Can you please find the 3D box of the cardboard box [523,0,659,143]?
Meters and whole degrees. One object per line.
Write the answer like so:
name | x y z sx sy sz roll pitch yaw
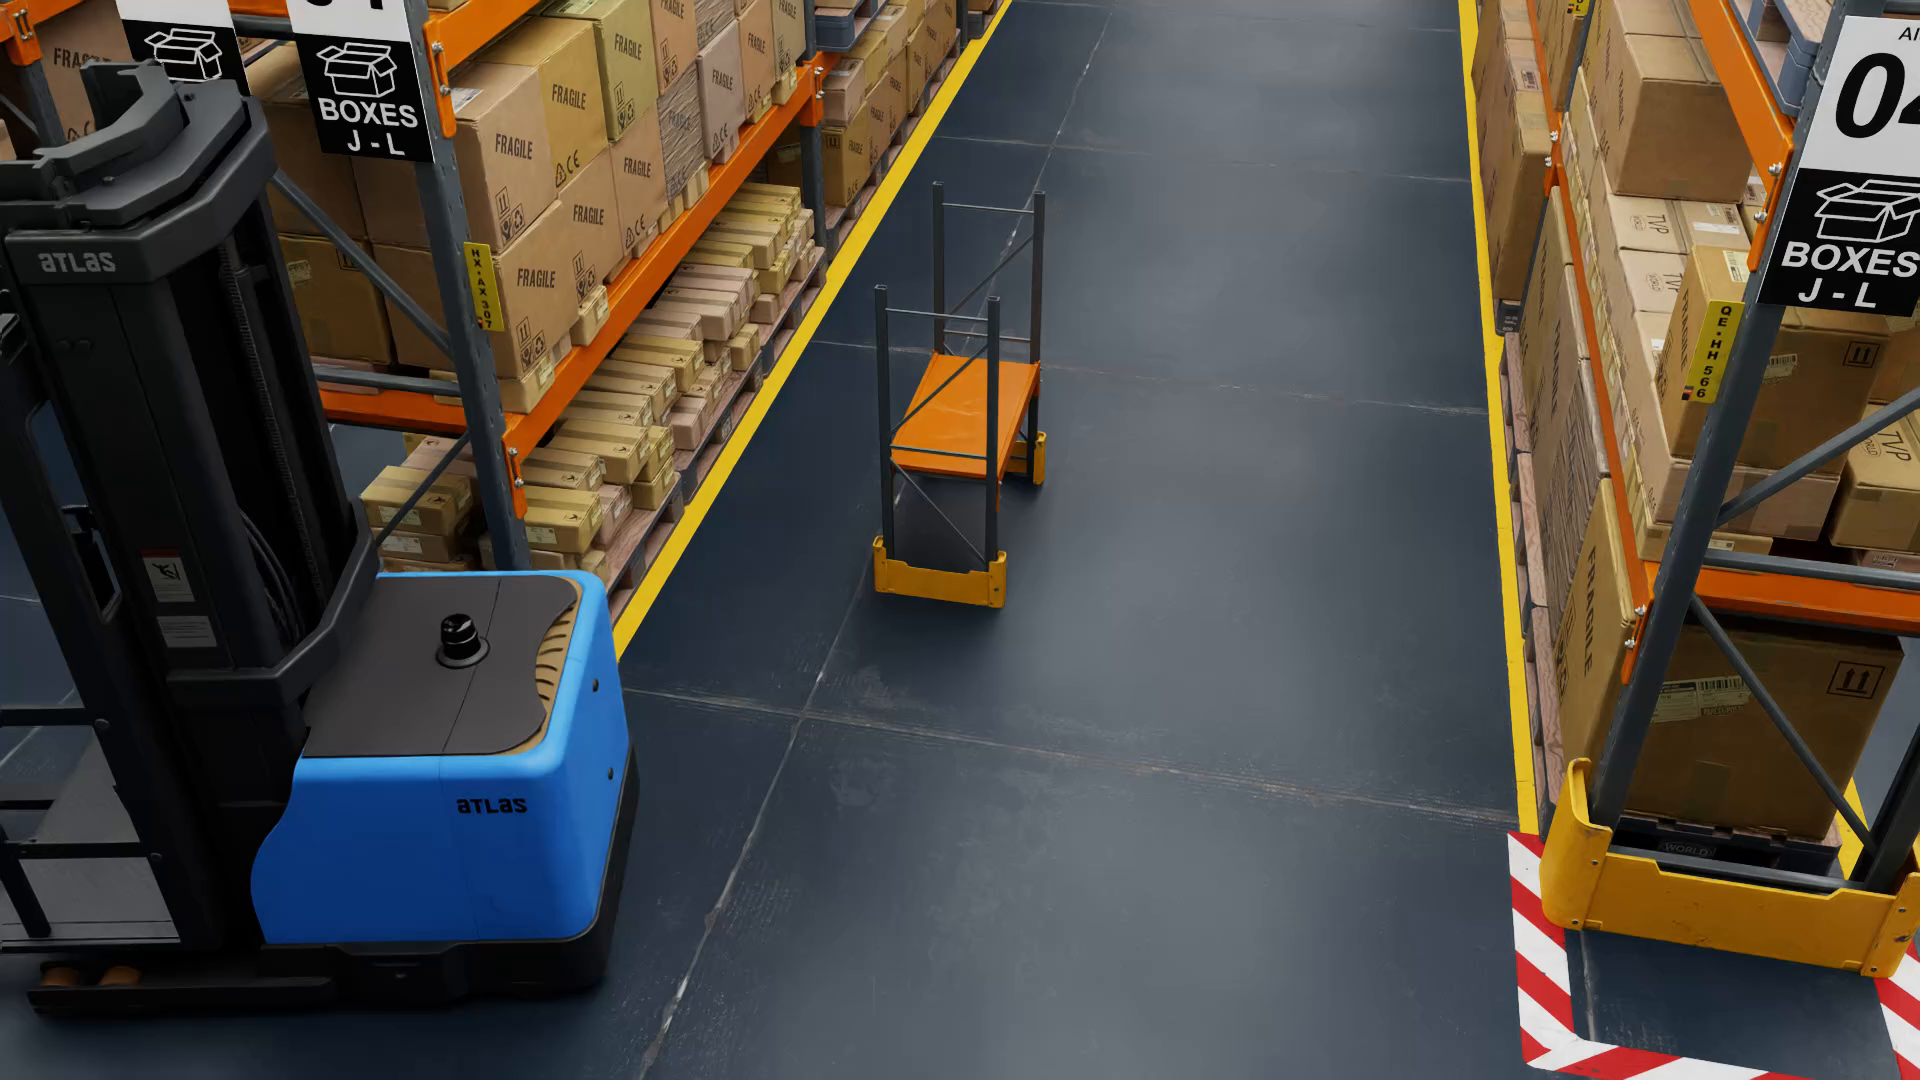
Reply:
cardboard box | -1.558 -1.949 6.692 0.500 0.500 0.500 7 36 9

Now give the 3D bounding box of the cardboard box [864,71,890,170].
cardboard box | -0.765 -2.718 10.717 0.500 0.500 0.500 9 37 12

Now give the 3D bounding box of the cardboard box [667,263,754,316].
cardboard box | -1.276 -1.286 8.533 0.380 0.149 0.250 6 36 8

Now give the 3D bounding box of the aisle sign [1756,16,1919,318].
aisle sign | 2.368 -0.943 4.280 0.394 0.787 0.004 7 37 10

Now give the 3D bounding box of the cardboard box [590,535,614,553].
cardboard box | -1.747 -0.010 7.279 0.380 0.149 0.250 7 37 10

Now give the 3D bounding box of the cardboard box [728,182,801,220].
cardboard box | -1.115 -1.887 9.362 0.380 0.149 0.250 8 37 11

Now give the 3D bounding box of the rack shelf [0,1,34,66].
rack shelf | -6.578 -1.991 8.555 1.077 0.370 4.000 7 37 10

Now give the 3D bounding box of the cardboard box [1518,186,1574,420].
cardboard box | 3.312 -1.128 8.204 0.875 0.875 0.875 7 37 10

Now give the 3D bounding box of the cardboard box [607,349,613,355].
cardboard box | -1.924 -1.089 8.514 0.380 0.149 0.250 7 37 10

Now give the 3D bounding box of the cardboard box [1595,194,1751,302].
cardboard box | 2.845 -1.146 6.650 0.500 0.250 0.500 7 37 10

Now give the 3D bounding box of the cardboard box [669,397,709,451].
cardboard box | -1.439 -0.576 8.060 0.380 0.149 0.250 6 36 8

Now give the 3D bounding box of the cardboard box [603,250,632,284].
cardboard box | -1.631 -1.233 7.110 0.380 0.149 0.250 7 37 10

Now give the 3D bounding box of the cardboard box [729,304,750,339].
cardboard box | -1.320 -1.190 8.654 0.380 0.149 0.250 8 37 11

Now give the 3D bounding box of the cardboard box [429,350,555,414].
cardboard box | -1.758 -0.616 6.258 0.380 0.149 0.250 7 37 10

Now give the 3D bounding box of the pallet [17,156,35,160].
pallet | -6.059 -2.752 11.367 1.003 0.211 1.213 7 37 10

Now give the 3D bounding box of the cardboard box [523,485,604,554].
cardboard box | -1.704 -0.088 6.880 0.380 0.149 0.250 6 36 8

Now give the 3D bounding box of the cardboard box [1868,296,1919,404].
cardboard box | 3.150 -0.785 5.513 0.500 0.500 0.500 6 36 9

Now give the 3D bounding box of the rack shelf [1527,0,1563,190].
rack shelf | 3.958 -3.042 10.005 1.077 0.370 4.000 7 37 10

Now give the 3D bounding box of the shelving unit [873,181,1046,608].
shelving unit | 0.016 -0.651 7.370 0.587 1.500 1.083 7 37 10

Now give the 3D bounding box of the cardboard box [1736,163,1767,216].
cardboard box | 3.476 -1.371 6.960 0.500 0.250 0.500 8 37 11

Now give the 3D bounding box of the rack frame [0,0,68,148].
rack frame | -6.150 -3.429 9.925 1.000 3.000 0.127 7 37 10

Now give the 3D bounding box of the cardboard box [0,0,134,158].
cardboard box | -6.096 -3.104 10.930 0.875 0.875 0.875 8 37 11

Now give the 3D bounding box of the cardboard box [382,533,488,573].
cardboard box | -2.239 0.083 7.151 0.380 0.149 0.250 8 37 11

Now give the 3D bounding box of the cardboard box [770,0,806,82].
cardboard box | -1.120 -2.715 8.601 0.500 0.500 0.500 7 37 10

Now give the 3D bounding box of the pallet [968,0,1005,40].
pallet | -0.197 -4.473 13.742 1.003 0.211 1.213 7 37 10

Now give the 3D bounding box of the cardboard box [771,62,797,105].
cardboard box | -1.074 -2.411 8.734 0.380 0.149 0.250 6 36 9

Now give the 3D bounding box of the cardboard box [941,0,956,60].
cardboard box | -0.324 -3.908 12.358 0.500 0.500 0.500 7 37 10

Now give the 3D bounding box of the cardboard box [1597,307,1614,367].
cardboard box | 2.702 -0.772 6.473 0.380 0.149 0.250 7 37 10

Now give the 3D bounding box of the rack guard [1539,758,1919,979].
rack guard | 2.671 1.132 5.762 1.175 0.500 0.348 7 37 10

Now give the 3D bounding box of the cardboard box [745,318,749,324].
cardboard box | -1.350 -1.181 8.895 0.380 0.149 0.250 6 36 9

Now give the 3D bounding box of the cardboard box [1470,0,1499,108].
cardboard box | 4.218 -3.397 11.334 1.225 0.875 0.875 6 36 8

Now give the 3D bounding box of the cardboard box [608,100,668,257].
cardboard box | -1.575 -1.546 6.989 0.500 0.500 0.500 8 37 11

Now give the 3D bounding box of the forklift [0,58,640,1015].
forklift | -2.720 0.085 5.135 3.031 2.935 1.130 -1 36 -1

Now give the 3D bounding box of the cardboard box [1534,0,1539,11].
cardboard box | 3.693 -3.400 9.800 0.500 0.500 0.500 7 37 10

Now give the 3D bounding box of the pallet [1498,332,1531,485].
pallet | 3.292 -0.632 8.442 1.003 0.211 1.213 7 37 10

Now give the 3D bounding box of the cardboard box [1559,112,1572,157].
cardboard box | 3.143 -1.957 8.109 0.380 0.149 0.250 7 37 10

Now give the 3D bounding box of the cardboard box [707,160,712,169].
cardboard box | -1.404 -1.821 7.921 0.380 0.149 0.250 7 36 9

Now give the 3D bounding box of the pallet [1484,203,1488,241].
pallet | 3.881 -2.211 10.621 1.003 0.211 1.213 7 37 10

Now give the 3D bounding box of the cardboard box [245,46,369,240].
cardboard box | -2.293 -1.433 5.980 0.500 0.500 0.500 7 36 9

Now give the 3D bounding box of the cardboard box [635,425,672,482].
cardboard box | -1.544 -0.413 7.581 0.380 0.149 0.250 8 37 11

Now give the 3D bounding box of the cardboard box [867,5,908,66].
cardboard box | -0.653 -3.316 10.903 0.500 0.250 0.500 9 37 12

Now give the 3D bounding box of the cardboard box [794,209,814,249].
cardboard box | -1.050 -1.782 9.471 0.380 0.149 0.250 8 37 11

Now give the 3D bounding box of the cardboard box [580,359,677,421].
cardboard box | -1.543 -0.700 7.724 0.380 0.149 0.250 9 37 12

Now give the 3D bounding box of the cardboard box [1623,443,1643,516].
cardboard box | 2.485 -0.187 5.666 0.380 0.149 0.250 8 37 10

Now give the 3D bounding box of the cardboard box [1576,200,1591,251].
cardboard box | 2.922 -1.358 7.282 0.380 0.149 0.250 7 36 9

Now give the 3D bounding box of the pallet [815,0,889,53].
pallet | -0.988 -3.209 9.785 1.003 0.211 1.213 7 37 10

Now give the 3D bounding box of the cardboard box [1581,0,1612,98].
cardboard box | 3.179 -2.308 7.614 0.500 0.500 0.500 7 37 10

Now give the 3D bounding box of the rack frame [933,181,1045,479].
rack frame | 0.127 -0.948 7.779 0.500 1.500 0.032 7 37 10
